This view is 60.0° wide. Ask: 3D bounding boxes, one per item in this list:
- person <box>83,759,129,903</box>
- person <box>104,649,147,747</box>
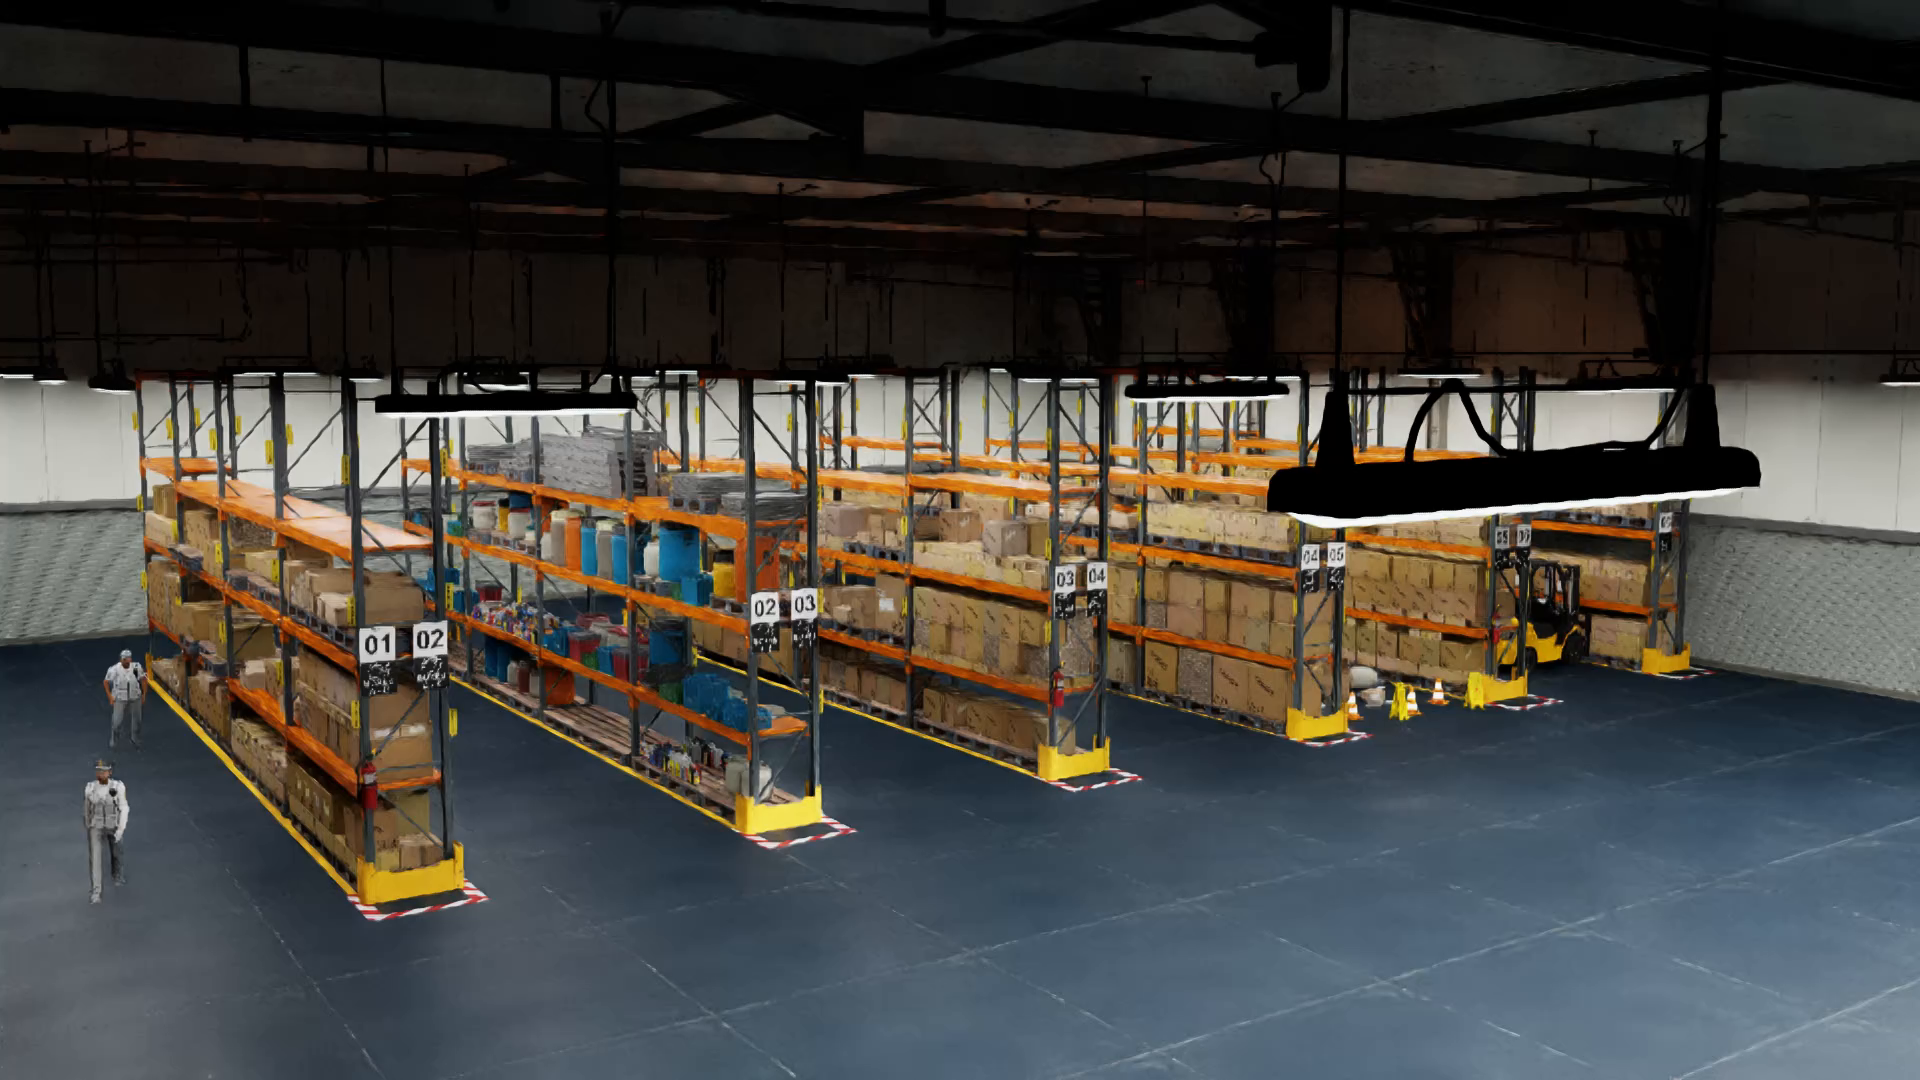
[{"bbox_3d":[-9.940,3.326,19.380,0.482,1.621,0.997,-3,7,-25],"label":"person"},{"bbox_3d":[-13.375,2.534,26.688,0.625,1.607,0.582,-5,8,-36],"label":"person"}]
